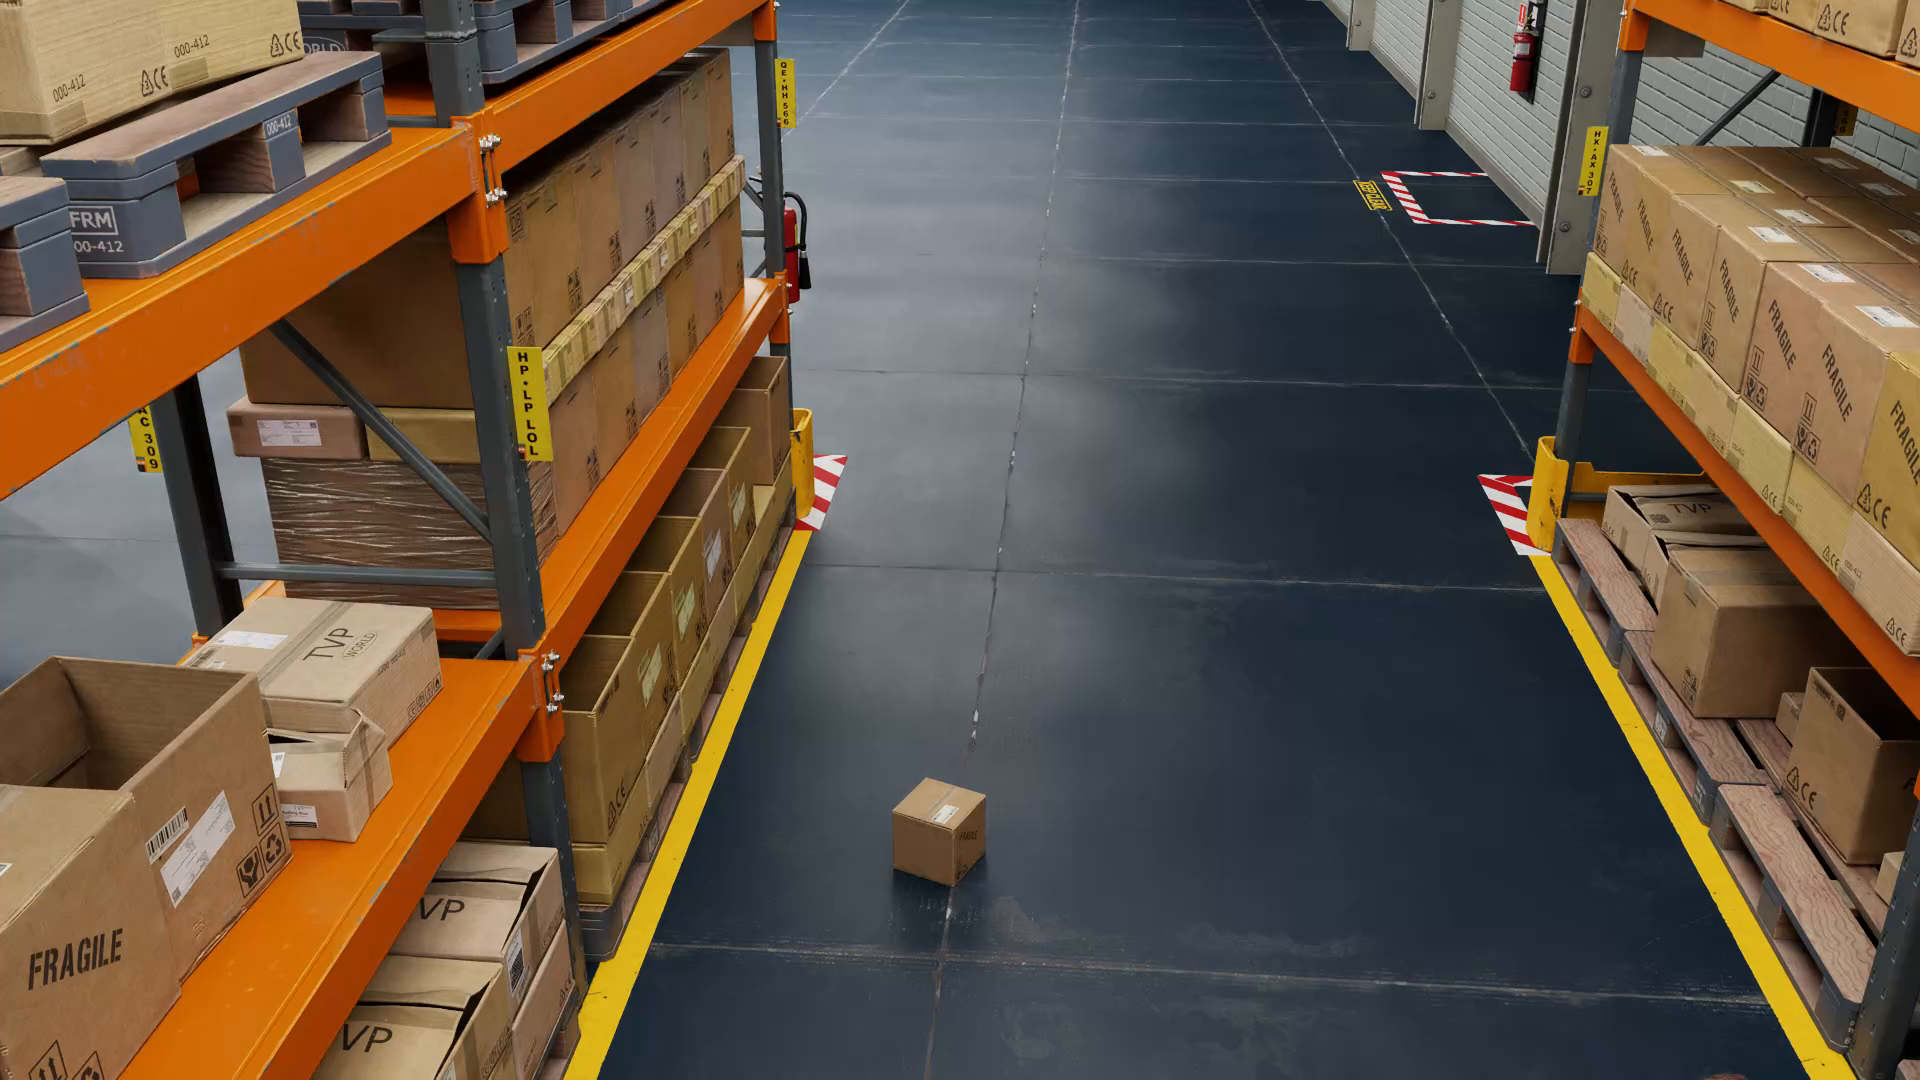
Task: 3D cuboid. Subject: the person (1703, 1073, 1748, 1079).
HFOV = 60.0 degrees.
[{"bbox_3d":[1.282,1.651,2.968,0.443,1.656,0.645,-7,26,-15],"label":"person"}]
